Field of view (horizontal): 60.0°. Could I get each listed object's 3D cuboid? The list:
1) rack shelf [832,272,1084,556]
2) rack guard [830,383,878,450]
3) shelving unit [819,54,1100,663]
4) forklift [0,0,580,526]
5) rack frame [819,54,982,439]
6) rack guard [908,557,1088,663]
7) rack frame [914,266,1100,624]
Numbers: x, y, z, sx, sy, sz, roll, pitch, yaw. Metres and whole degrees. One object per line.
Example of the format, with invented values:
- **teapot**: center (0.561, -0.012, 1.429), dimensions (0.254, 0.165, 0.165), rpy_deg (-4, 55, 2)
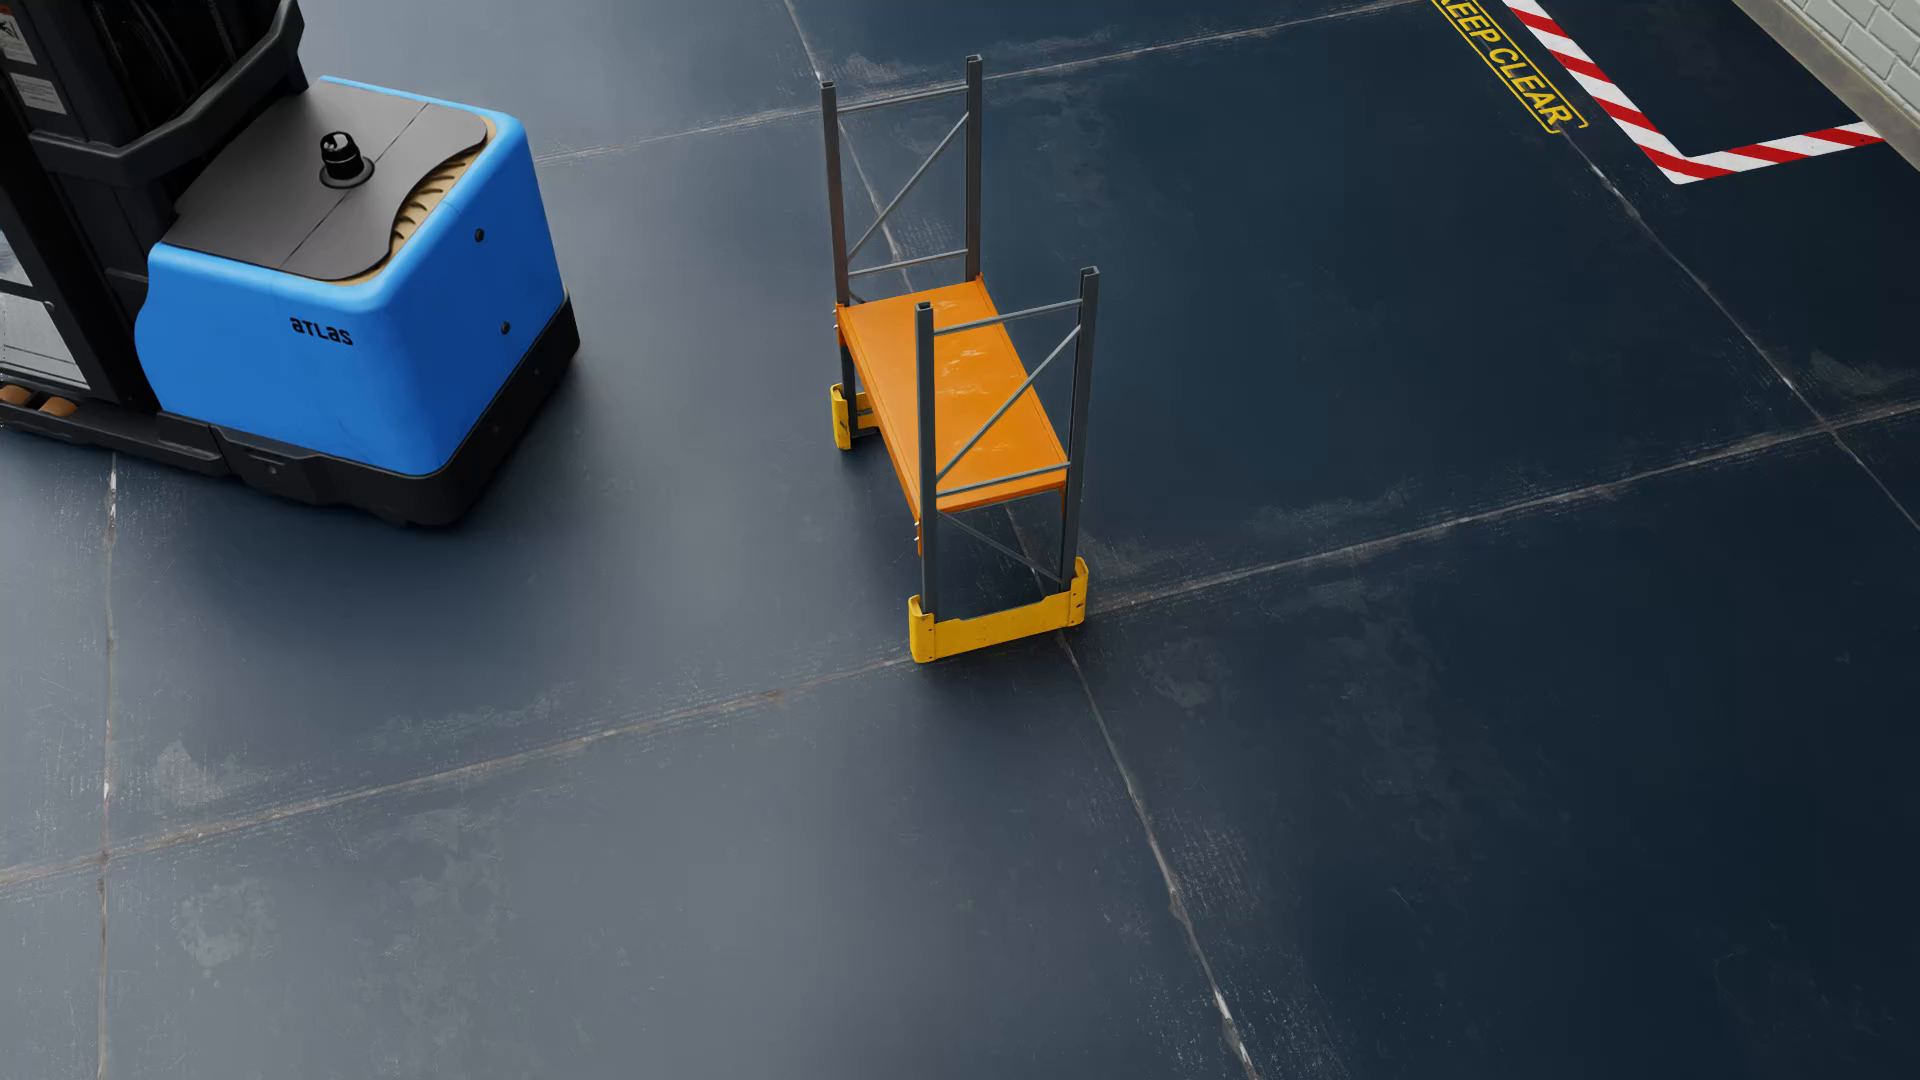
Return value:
- **rack shelf**: center (-0.025, -0.430, 5.367), dimensions (0.538, 0.185, 1.000), rpy_deg (-13, 51, -11)
- **rack guard**: center (-0.170, -0.500, 6.008), dimensions (0.587, 0.250, 0.087), rpy_deg (-13, 51, -11)
- **shelving unit**: center (-0.023, -0.539, 5.224), dimensions (0.587, 1.500, 1.083), rpy_deg (-13, 51, -11)
- **forklift**: center (-3.009, -1.670, 5.241), dimensions (3.031, 2.935, 1.130), rpy_deg (14, 51, 12)
- **rack frame**: center (-0.176, -0.917, 5.542), dimensions (0.500, 1.500, 0.032), rpy_deg (-13, 51, -11)
- **rack guard**: center (0.125, 0.227, 5.395), dimensions (0.587, 0.250, 0.087), rpy_deg (-13, 51, -11)
- **rack frame**: center (0.125, -0.174, 4.916), dimensions (0.500, 1.500, 0.032), rpy_deg (-13, 51, -11)
